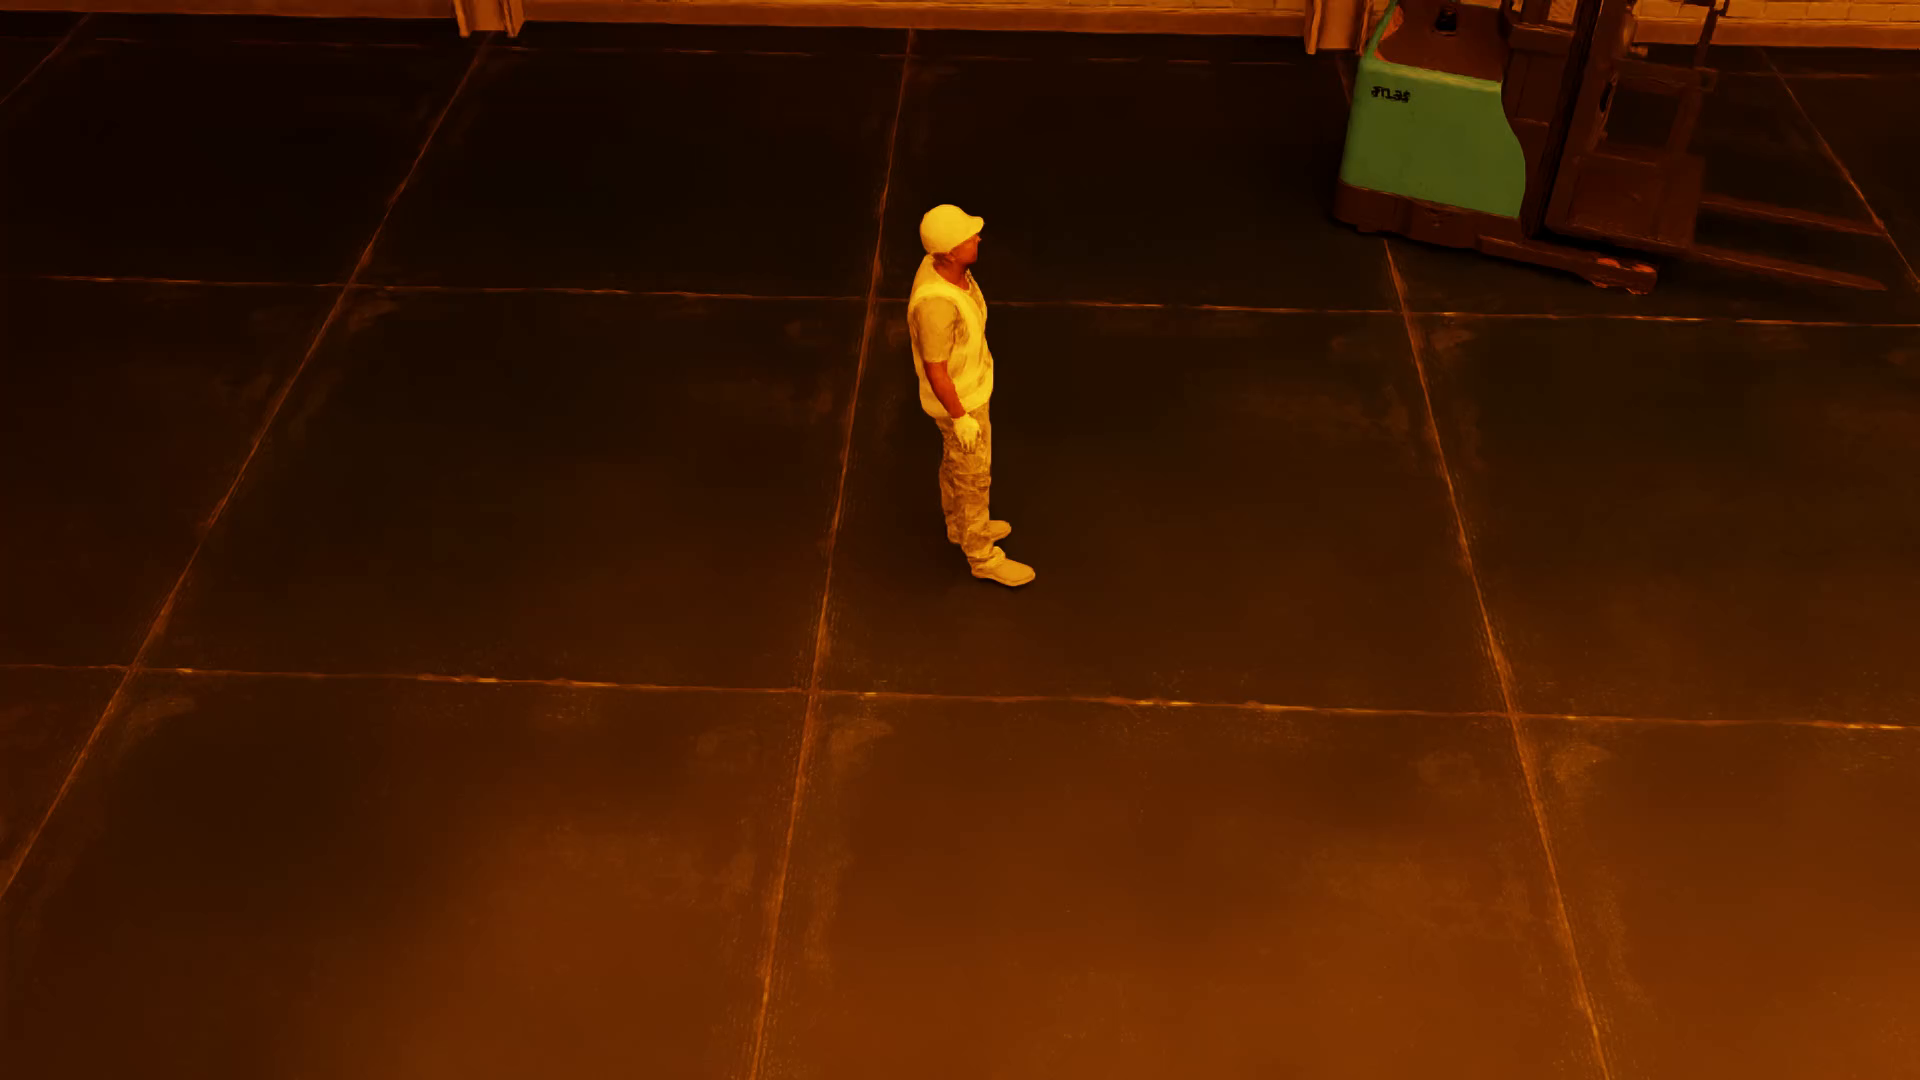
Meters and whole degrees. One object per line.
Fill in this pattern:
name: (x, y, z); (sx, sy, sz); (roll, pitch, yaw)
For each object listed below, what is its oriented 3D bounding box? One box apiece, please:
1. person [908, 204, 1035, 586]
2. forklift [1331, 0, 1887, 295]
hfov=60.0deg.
person: (0.072, -0.656, 7.302); (0.576, 1.782, 0.655); (2, 42, 2)
forklift: (3.787, -2.881, 8.899); (3.031, 2.935, 1.130); (16, 45, 16)
